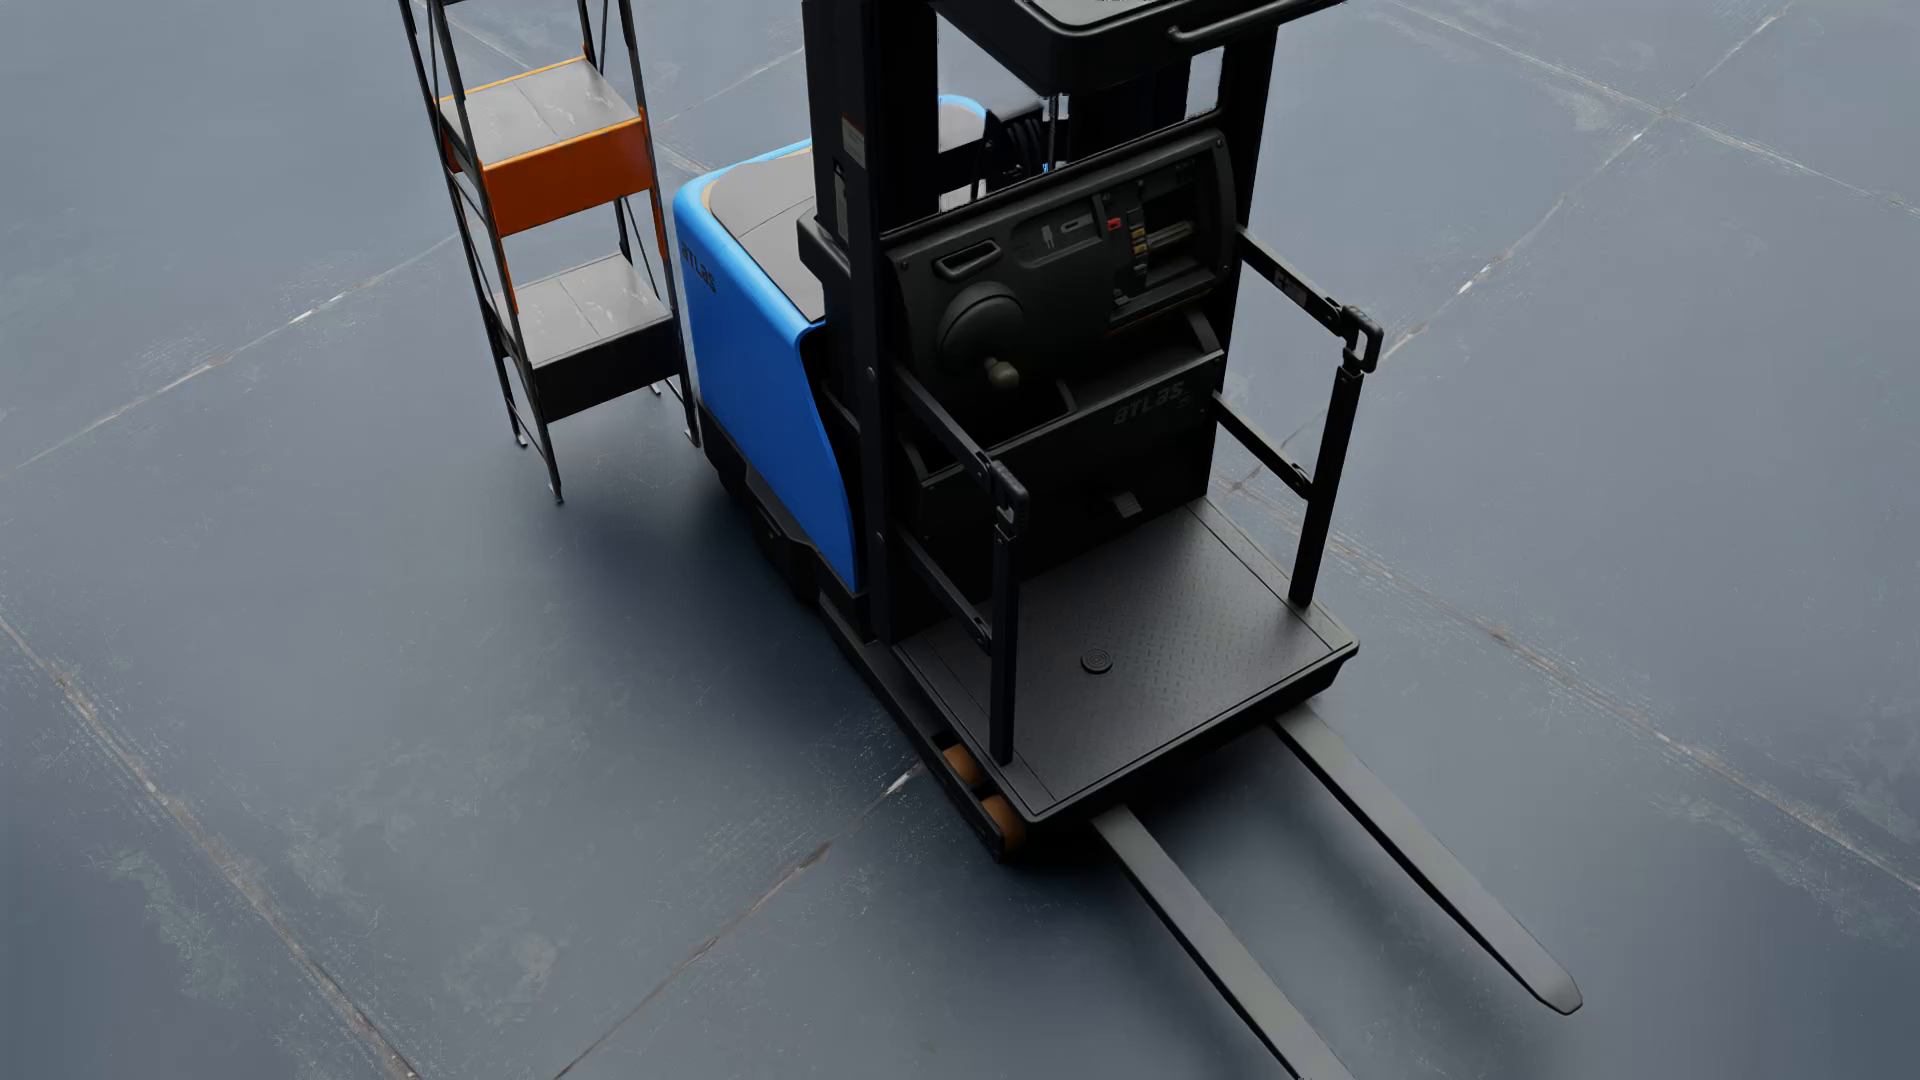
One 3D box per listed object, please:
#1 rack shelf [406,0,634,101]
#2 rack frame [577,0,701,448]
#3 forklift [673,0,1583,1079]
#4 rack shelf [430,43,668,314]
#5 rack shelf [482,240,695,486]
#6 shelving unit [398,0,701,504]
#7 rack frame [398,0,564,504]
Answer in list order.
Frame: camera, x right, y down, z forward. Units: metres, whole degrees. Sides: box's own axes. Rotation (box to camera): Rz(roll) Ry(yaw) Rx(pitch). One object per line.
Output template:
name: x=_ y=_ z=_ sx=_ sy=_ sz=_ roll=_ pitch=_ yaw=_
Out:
rack shelf: x=-1.185 y=-1.528 z=4.303 sx=0.480 sy=0.518 sz=0.431 roll=-24 pitch=51 yaw=-21
rack frame: x=-0.978 y=-1.152 z=4.890 sx=0.015 sy=2.100 sz=0.400 roll=-24 pitch=51 yaw=-21
forklift: x=0.378 y=-0.559 z=3.765 sx=1.130 sy=2.935 sz=3.031 roll=-25 pitch=52 yaw=-22
rack shelf: x=-1.185 y=-1.048 z=4.812 sx=0.480 sy=0.518 sz=0.431 roll=-24 pitch=51 yaw=-21
rack shelf: x=-1.184 y=-0.568 z=5.321 sx=0.480 sy=0.518 sz=0.431 roll=-24 pitch=51 yaw=-21
shelving unit: x=-1.185 y=-1.058 z=4.802 sx=0.503 sy=2.100 sz=0.431 roll=-24 pitch=51 yaw=-21
rack frame: x=-1.392 y=-0.964 z=4.714 sx=0.015 sy=2.100 sz=0.400 roll=-24 pitch=51 yaw=-21
